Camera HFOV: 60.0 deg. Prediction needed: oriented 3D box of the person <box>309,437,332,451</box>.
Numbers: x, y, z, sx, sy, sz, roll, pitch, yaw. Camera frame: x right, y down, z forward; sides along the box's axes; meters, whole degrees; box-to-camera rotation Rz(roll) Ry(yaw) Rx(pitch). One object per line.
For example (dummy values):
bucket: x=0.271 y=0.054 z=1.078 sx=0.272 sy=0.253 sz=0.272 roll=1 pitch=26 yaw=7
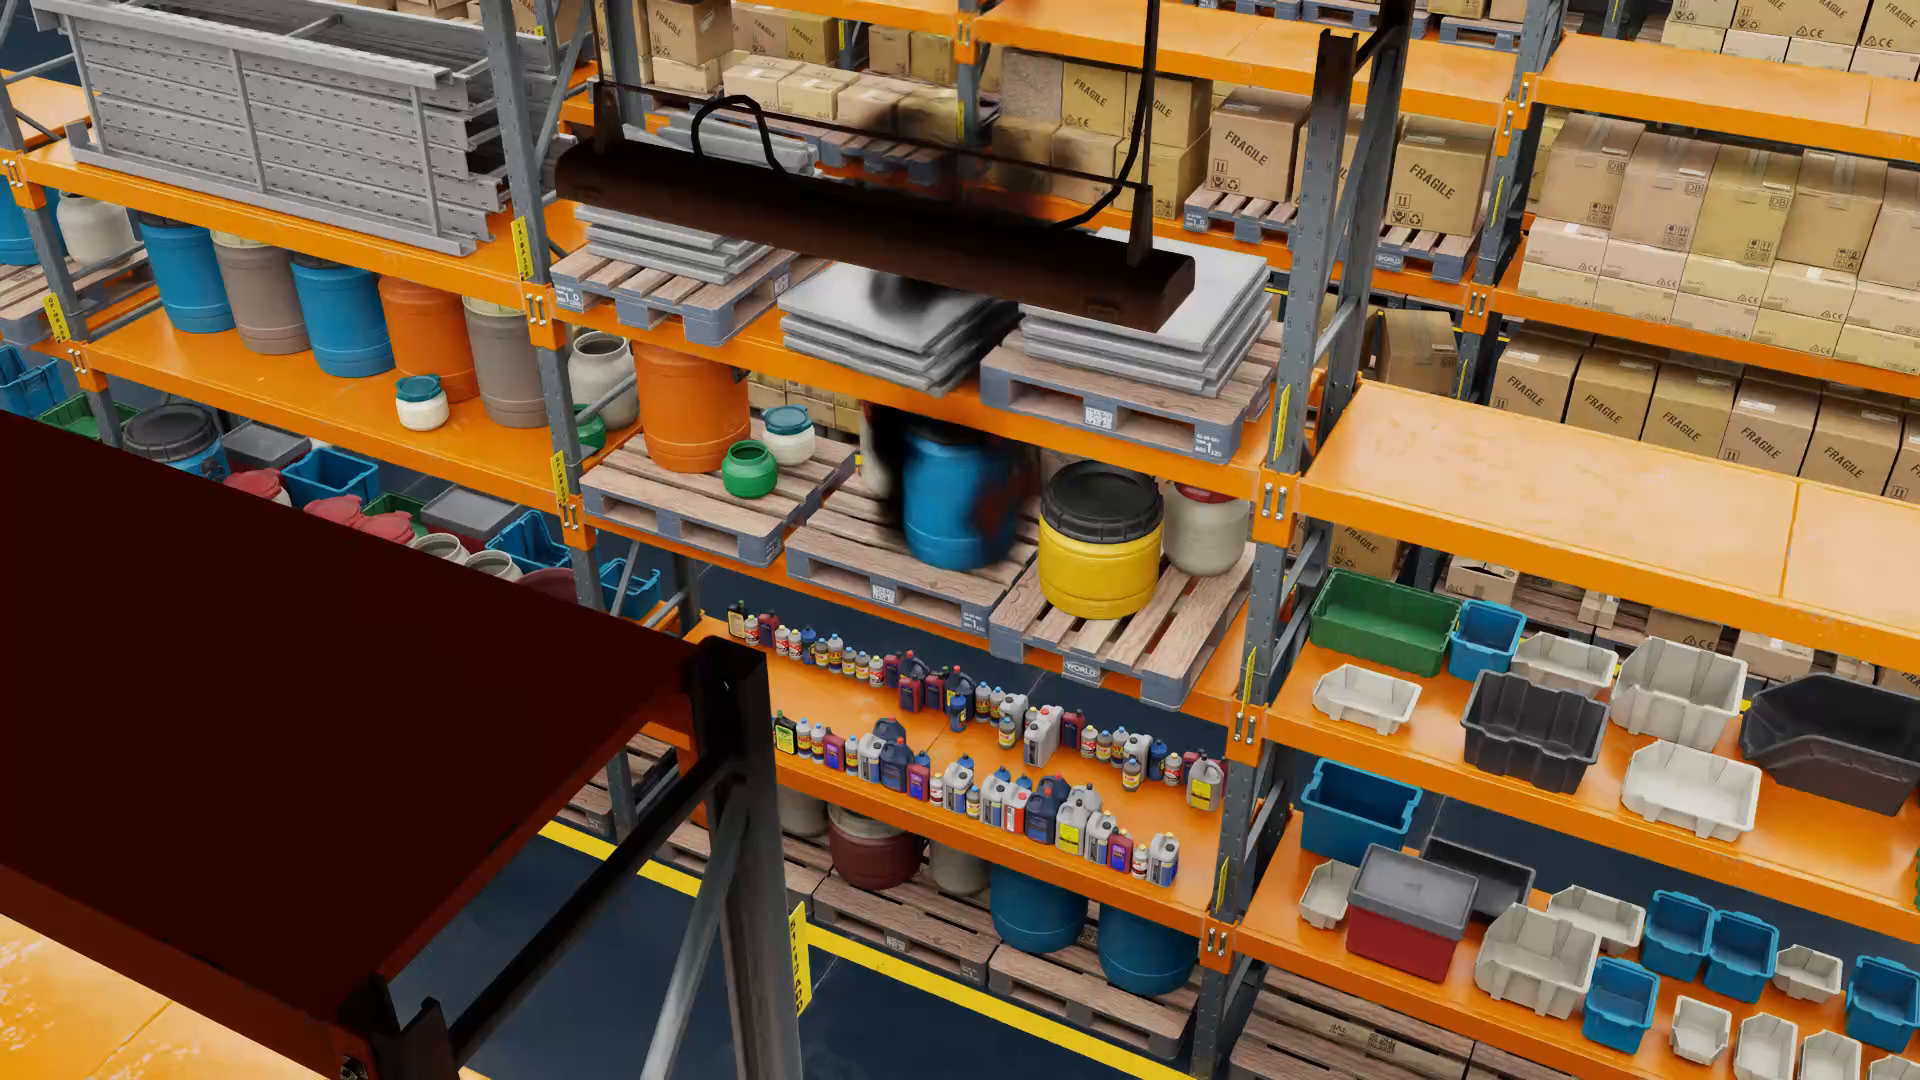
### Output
person: x=-5.258 y=-0.757 z=13.383 sx=0.916 sy=1.812 sz=0.651 roll=14 pitch=38 yaw=20
